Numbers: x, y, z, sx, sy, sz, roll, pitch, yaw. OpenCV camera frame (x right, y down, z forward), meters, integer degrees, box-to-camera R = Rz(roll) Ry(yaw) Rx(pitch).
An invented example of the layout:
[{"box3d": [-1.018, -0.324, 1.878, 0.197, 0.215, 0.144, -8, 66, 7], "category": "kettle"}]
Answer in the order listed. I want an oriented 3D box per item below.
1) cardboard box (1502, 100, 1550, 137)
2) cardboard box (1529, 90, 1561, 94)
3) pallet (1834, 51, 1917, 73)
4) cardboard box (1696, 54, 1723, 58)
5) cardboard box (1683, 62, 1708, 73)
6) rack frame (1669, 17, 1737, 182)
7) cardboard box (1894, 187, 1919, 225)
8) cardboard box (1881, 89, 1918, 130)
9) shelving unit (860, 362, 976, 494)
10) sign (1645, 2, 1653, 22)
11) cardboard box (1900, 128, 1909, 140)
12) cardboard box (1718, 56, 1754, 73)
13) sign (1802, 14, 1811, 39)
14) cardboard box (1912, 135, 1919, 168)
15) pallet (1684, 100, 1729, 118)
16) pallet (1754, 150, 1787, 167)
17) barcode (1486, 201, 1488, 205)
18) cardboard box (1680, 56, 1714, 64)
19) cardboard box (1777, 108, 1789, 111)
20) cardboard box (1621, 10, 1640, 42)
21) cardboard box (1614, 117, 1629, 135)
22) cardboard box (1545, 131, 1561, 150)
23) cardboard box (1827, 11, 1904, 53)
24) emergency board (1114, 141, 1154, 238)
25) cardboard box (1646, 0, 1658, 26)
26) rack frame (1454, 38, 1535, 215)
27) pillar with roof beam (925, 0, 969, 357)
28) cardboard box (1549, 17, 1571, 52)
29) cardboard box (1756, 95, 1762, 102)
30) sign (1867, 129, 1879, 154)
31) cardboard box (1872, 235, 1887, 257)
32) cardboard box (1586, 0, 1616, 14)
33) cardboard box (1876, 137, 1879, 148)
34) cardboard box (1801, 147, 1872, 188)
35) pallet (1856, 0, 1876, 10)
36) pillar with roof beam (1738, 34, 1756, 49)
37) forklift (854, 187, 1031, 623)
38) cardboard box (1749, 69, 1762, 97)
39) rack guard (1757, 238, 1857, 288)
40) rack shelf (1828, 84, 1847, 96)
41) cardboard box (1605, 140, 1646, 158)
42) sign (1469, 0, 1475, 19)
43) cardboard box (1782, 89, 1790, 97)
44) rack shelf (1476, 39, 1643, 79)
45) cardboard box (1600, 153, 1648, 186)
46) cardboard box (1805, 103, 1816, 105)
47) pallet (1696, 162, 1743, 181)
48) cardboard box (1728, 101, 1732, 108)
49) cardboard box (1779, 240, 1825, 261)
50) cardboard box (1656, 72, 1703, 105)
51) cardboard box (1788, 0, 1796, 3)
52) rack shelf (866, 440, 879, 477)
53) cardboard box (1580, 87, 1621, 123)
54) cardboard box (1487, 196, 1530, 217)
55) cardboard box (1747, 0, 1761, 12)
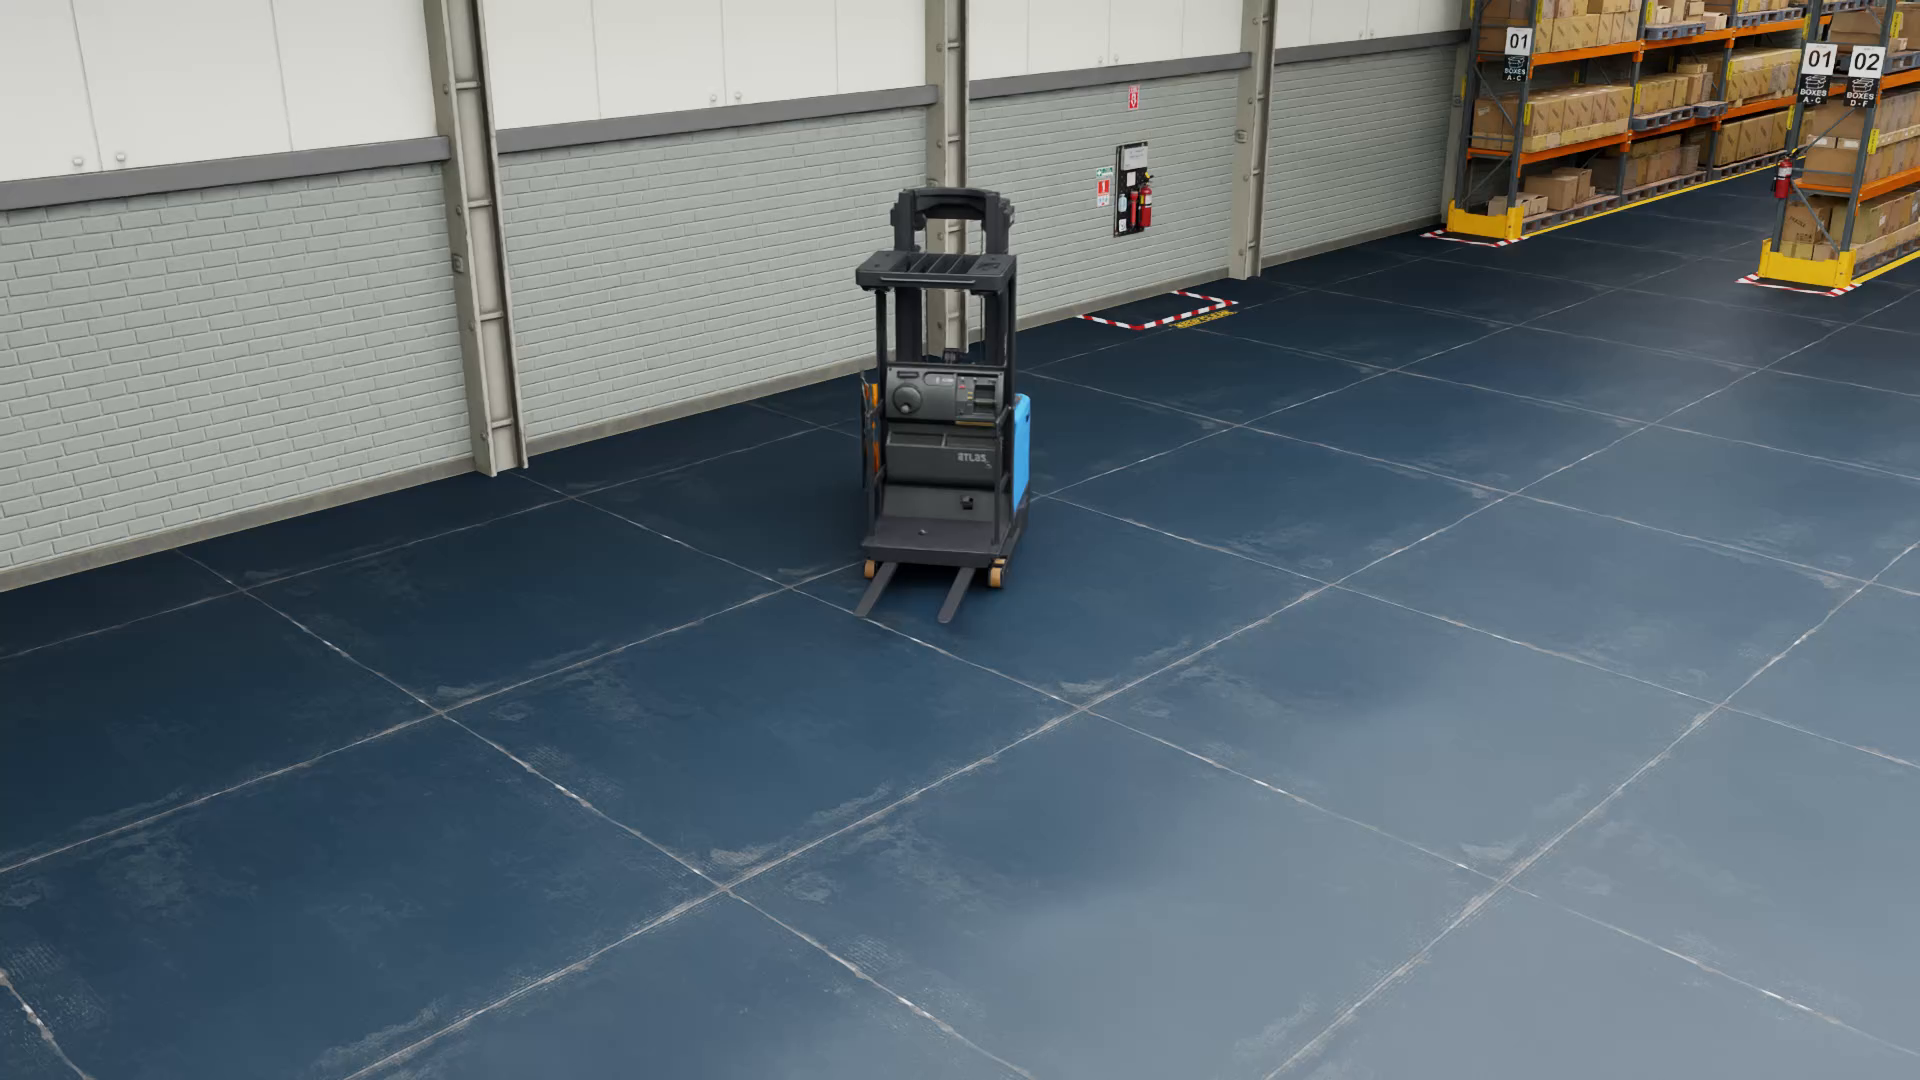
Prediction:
[{"box3d": [8.909, -6.644, 26.178, 0.500, 0.500, 0.500, 19, 28, 41], "category": "cardboard box"}, {"box3d": [9.604, -7.161, 27.524, 0.500, 0.500, 0.500, -20, 29, -41], "category": "cardboard box"}, {"box3d": [12.424, -6.603, 22.876, 1.003, 0.211, 1.213, 19, 28, 41], "category": "pallet"}, {"box3d": [14.436, -9.222, 32.123, 0.500, 0.250, 0.500, 18, 27, 39], "category": "cardboard box"}, {"box3d": [13.722, -8.822, 31.052, 0.380, 0.149, 0.250, 15, 26, 34], "category": "cardboard box"}, {"box3d": [13.942, -8.364, 31.516, 1.000, 3.000, 0.127, 19, 28, 41], "category": "rack frame"}, {"box3d": [14.179, -5.060, 25.122, 0.500, 0.500, 0.500, 19, 28, 41], "category": "cardboard box"}, {"box3d": [13.348, -6.246, 24.059, 0.700, 0.500, 0.500, 19, 28, 41], "category": "cardboard box"}, {"box3d": [-0.323, -0.952, 14.846, 1.048, 1.125, 0.538, -5, 21, -12], "category": "shelving unit"}, {"box3d": [11.545, -8.843, 27.862, 0.100, 0.325, 0.005, 19, 28, 41], "category": "sign"}, {"box3d": [13.413, -5.860, 23.958, 0.380, 0.149, 0.250, 20, 28, 41], "category": "cardboard box"}, {"box3d": [14.817, -9.099, 31.802, 0.500, 0.250, 0.500, 19, 28, 40], "category": "cardboard box"}, {"box3d": [11.533, -6.984, 22.622, 0.100, 0.325, 0.005, 19, 28, 41], "category": "sign"}, {"box3d": [14.035, -5.891, 24.942, 0.700, 0.500, 0.500, 19, 28, 40], "category": "cardboard box"}, {"box3d": [13.521, -8.064, 31.004, 1.213, 0.211, 1.003, 19, 28, 41], "category": "pallet"}, {"box3d": [16.248, -7.873, 34.126, 1.003, 0.211, 1.213, 19, 28, 41], "category": "pallet"}, {"box3d": [8.634, -5.522, 27.244, 0.001, 0.075, 0.075, 19, 28, 41], "category": "barcode"}, {"box3d": [14.072, -9.090, 31.778, 0.500, 0.250, 0.500, -19, 28, -41], "category": "cardboard box"}, {"box3d": [17.633, -9.107, 35.444, 0.380, 0.149, 0.250, 18, 27, 39], "category": "cardboard box"}, {"box3d": [10.974, -8.599, 27.781, 0.500, 0.500, 0.500, -19, 28, -41], "category": "cardboard box"}, {"box3d": [11.038, -7.077, 28.350, 0.500, 0.250, 0.500, 19, 28, 41], "category": "cardboard box"}, {"box3d": [9.281, -6.430, 26.665, 0.500, 0.250, 0.500, 18, 28, 39], "category": "cardboard box"}, {"box3d": [12.316, -6.925, 22.667, 0.637, 0.503, 0.797, -18, 27, -38], "category": "cardboard box"}, {"box3d": [2.292, -4.536, 21.556, 0.194, 1.169, 0.643, 19, 28, 41], "category": "emergency board"}, {"box3d": [11.590, -9.099, 28.523, 0.500, 0.500, 0.500, -15, 26, -35], "category": "cardboard box"}, {"box3d": [8.361, -6.307, 26.166, 1.000, 3.000, 0.127, 19, 28, 41], "category": "rack frame"}, {"box3d": [2.942, -5.342, 15.292, 9.100, 9.000, 0.400, 19, 28, 41], "category": "pillar with roof beam"}, {"box3d": [9.173, -7.916, 26.003, 0.500, 0.500, 0.500, -18, 27, -39], "category": "cardboard box"}, {"box3d": [15.588, -8.745, 32.831, 0.250, 0.149, 0.380, -19, 28, -40], "category": "cardboard box"}, {"box3d": [12.306, -5.369, 22.407, 0.100, 0.325, 0.005, 19, 28, 41], "category": "sign"}, {"box3d": [13.141, -4.321, 24.245, 0.500, 0.250, 0.500, 19, 28, 41], "category": "cardboard box"}, {"box3d": [10.264, -8.781, 26.860, 0.500, 0.500, 0.500, 18, 27, 39], "category": "cardboard box"}, {"box3d": [12.523, -5.533, 23.109, 0.380, 0.149, 0.250, 18, 28, 39], "category": "cardboard box"}, {"box3d": [12.247, -5.232, 23.228, 0.700, 0.500, 0.500, 19, 28, 41], "category": "cardboard box"}, {"box3d": [19.012, -11.586, 35.841, 1.003, 0.211, 1.213, 19, 28, 41], "category": "pallet"}, {"box3d": [19.685, -11.511, 31.343, 9.100, 9.000, 0.400, 19, 28, 41], "category": "pillar with roof beam"}, {"box3d": [-0.155, -1.130, 12.791, 1.130, 2.935, 3.031, 4, 21, 9], "category": "forklift"}, {"box3d": [15.183, -8.879, 32.274, 0.500, 0.500, 0.500, 19, 28, 40], "category": "cardboard box"}, {"box3d": [11.896, -3.896, 23.375, 1.175, 0.500, 0.348, 19, 28, 41], "category": "rack guard"}, {"box3d": [18.127, -9.570, 35.658, 1.077, 0.370, 4.000, 19, 28, 41], "category": "rack shelf"}, {"box3d": [11.957, -7.032, 29.875, 0.500, 0.250, 0.500, 19, 28, 40], "category": "cardboard box"}, {"box3d": [7.977, -8.265, 25.843, 0.100, 0.325, 0.005, 19, 28, 41], "category": "sign"}, {"box3d": [16.540, -9.056, 33.638, 0.250, 0.149, 0.380, -20, 28, -41], "category": "cardboard box"}, {"box3d": [9.756, -7.886, 27.094, 1.077, 0.370, 4.000, 19, 28, 41], "category": "rack shelf"}, {"box3d": [11.977, -6.713, 30.092, 0.700, 0.500, 0.500, 19, 28, 40], "category": "cardboard box"}, {"box3d": [18.522, -9.435, 36.297, 0.380, 0.149, 0.250, 20, 28, 41], "category": "cardboard box"}, {"box3d": [14.545, -7.246, 32.494, 1.003, 0.211, 1.213, 19, 28, 41], "category": "pallet"}, {"box3d": [14.519, -8.345, 31.789, 0.250, 0.149, 0.380, -20, 29, -41], "category": "cardboard box"}, {"box3d": [12.075, -4.193, 23.911, 0.500, 0.250, 0.500, 19, 28, 41], "category": "cardboard box"}, {"box3d": [13.250, -8.342, 30.707, 0.700, 0.500, 0.500, 16, 26, 36], "category": "cardboard box"}, {"box3d": [17.041, -11.199, 34.197, 0.500, 0.250, 0.500, 20, 28, 41], "category": "cardboard box"}, {"box3d": [-0.323, -0.724, 14.933, 1.000, 0.278, 0.538, -5, 21, -12], "category": "rack shelf"}, {"box3d": [10.699, -7.296, 27.874, 0.500, 0.500, 0.500, 19, 28, 40], "category": "cardboard box"}, {"box3d": [8.908, -5.413, 26.973, 0.500, 0.311, 0.500, 15, 26, 35], "category": "cardboard box"}, {"box3d": [14.966, -10.443, 31.993, 0.500, 0.500, 0.700, -18, 28, -39], "category": "cardboard box"}]
